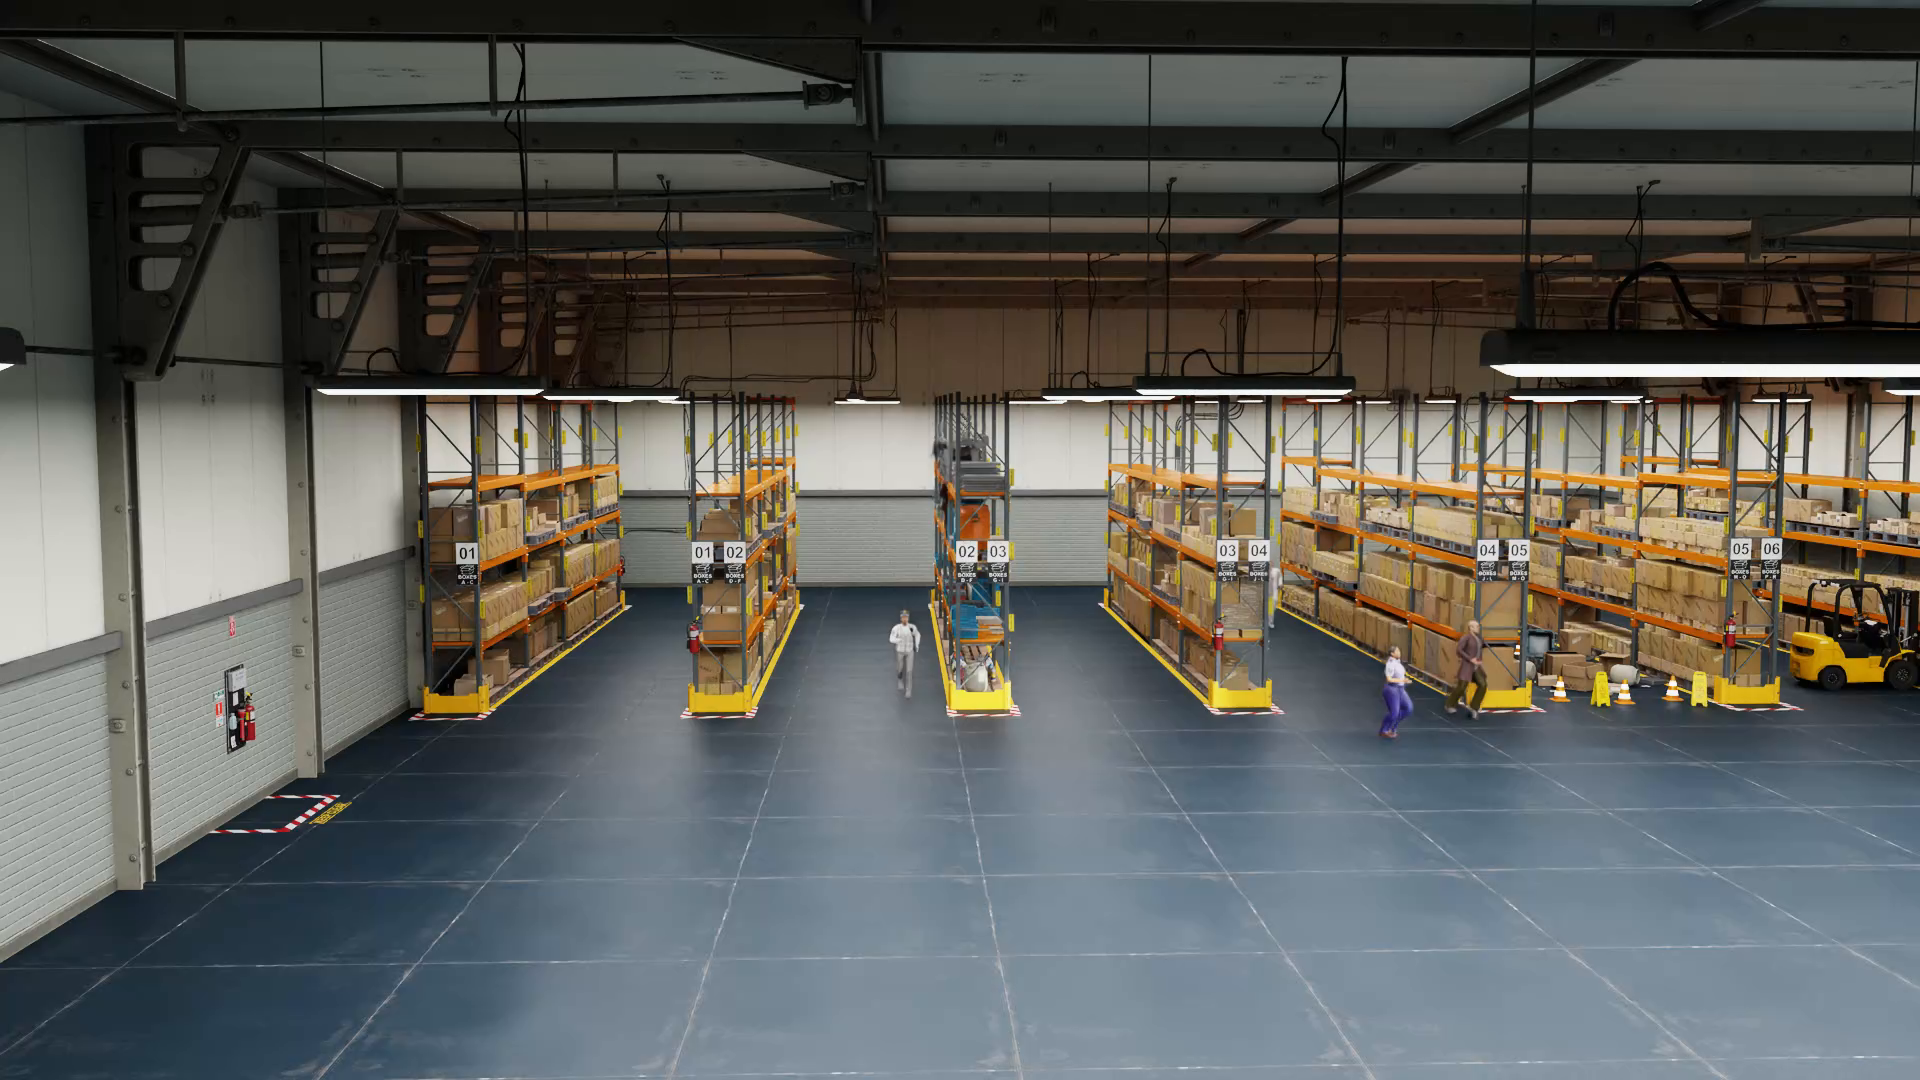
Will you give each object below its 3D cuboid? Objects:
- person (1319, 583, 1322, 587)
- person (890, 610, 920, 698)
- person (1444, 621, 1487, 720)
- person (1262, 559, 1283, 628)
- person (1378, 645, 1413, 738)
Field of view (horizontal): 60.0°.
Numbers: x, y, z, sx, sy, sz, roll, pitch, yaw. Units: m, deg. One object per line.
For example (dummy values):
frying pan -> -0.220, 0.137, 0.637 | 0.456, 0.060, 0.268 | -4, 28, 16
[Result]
person -> 10.561, 1.043, 48.949 | 0.640, 1.521, 0.483 | -4, 6, -38
person -> -1.085, 2.219, 32.938 | 0.611, 1.679, 0.939 | 0, 5, -3
person -> 9.439, 2.403, 30.790 | 0.770, 1.823, 0.738 | -3, 5, -33
person -> 8.089, 1.375, 43.465 | 0.718, 1.777, 0.921 | 0, 5, -1
person -> 7.540, 2.618, 28.655 | 0.605, 1.615, 0.582 | 3, 6, 34
